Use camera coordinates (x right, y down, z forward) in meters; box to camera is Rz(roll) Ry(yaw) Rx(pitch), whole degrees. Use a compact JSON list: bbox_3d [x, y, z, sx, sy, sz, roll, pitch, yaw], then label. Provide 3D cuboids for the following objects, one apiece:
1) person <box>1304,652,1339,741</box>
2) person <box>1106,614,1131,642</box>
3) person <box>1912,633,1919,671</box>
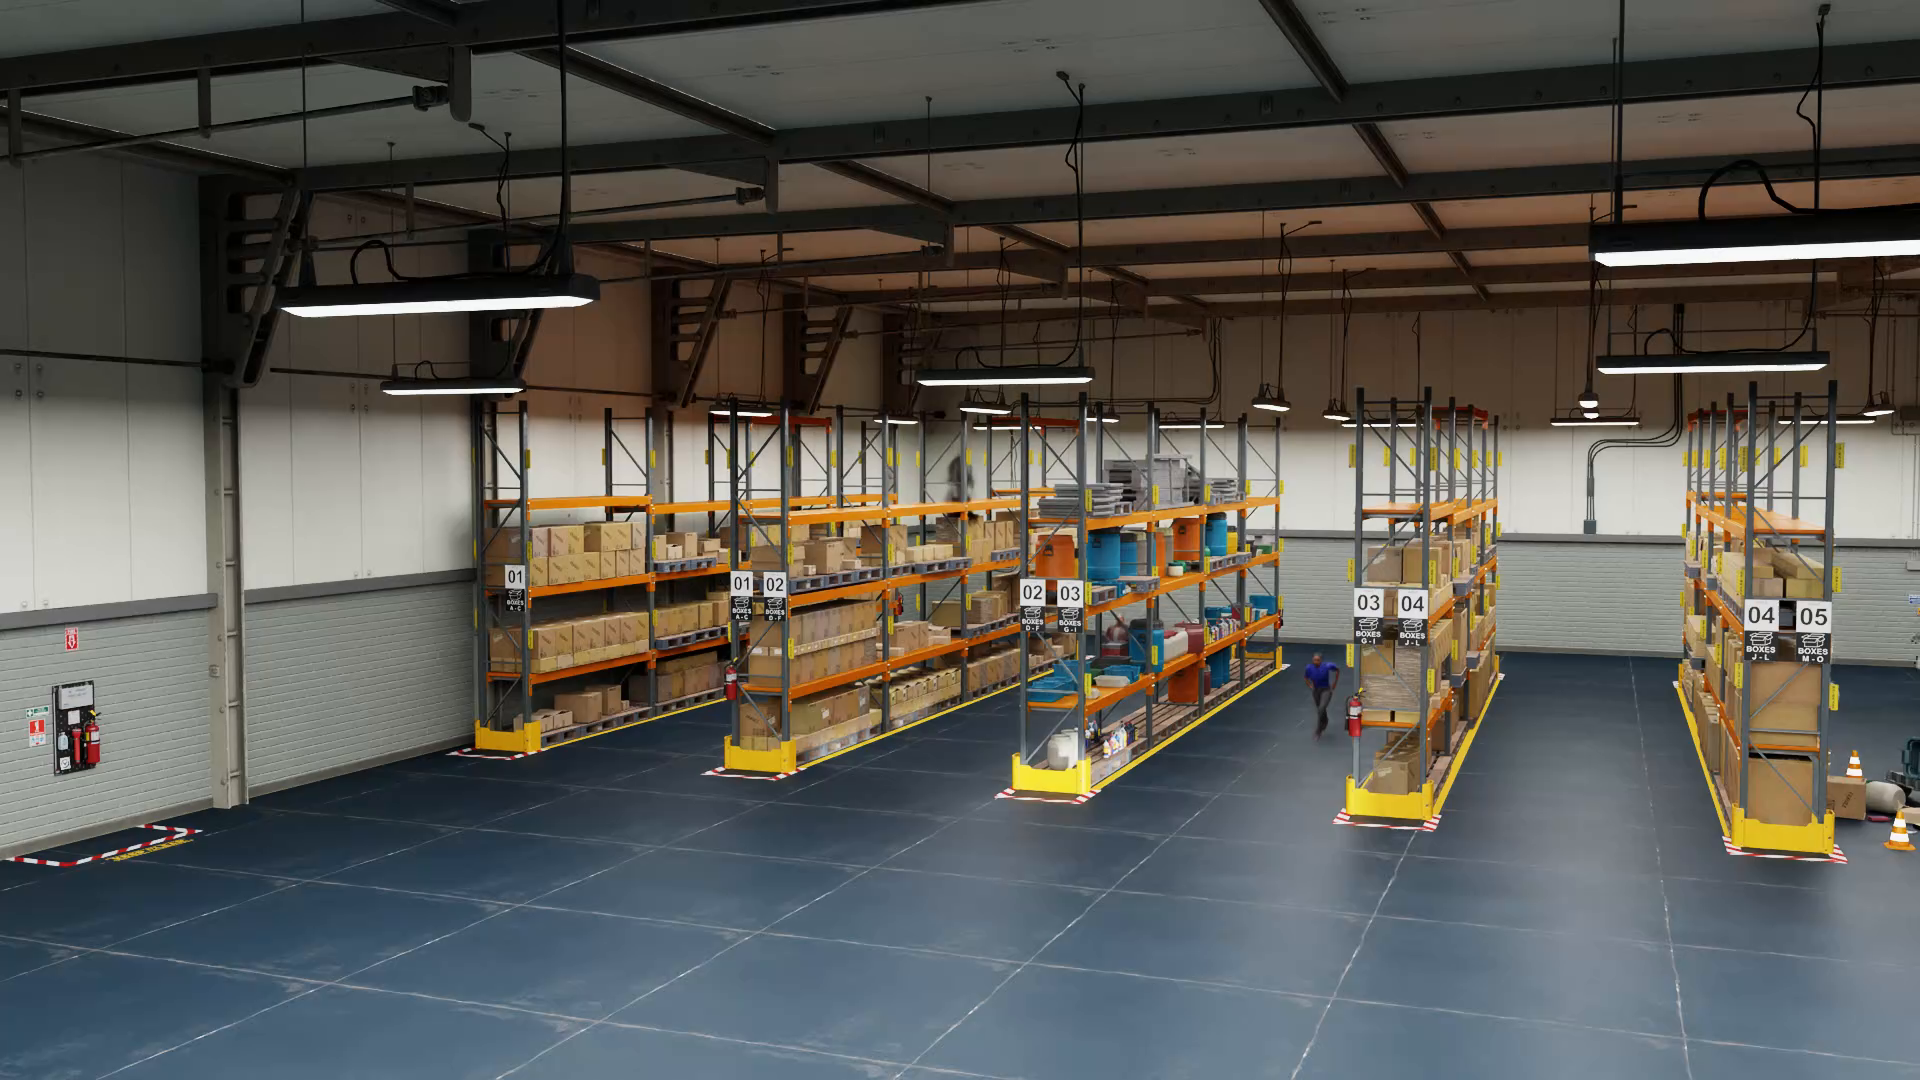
[{"bbox_3d":[6.522,2.851,29.917,0.615,1.486,0.964,1,3,23],"label":"person"},{"bbox_3d":[3.288,2.424,34.431,0.704,1.802,1.047,1,3,23],"label":"person"},{"bbox_3d":[20.937,2.374,35.965,0.607,1.732,0.667,1,3,27],"label":"person"}]
